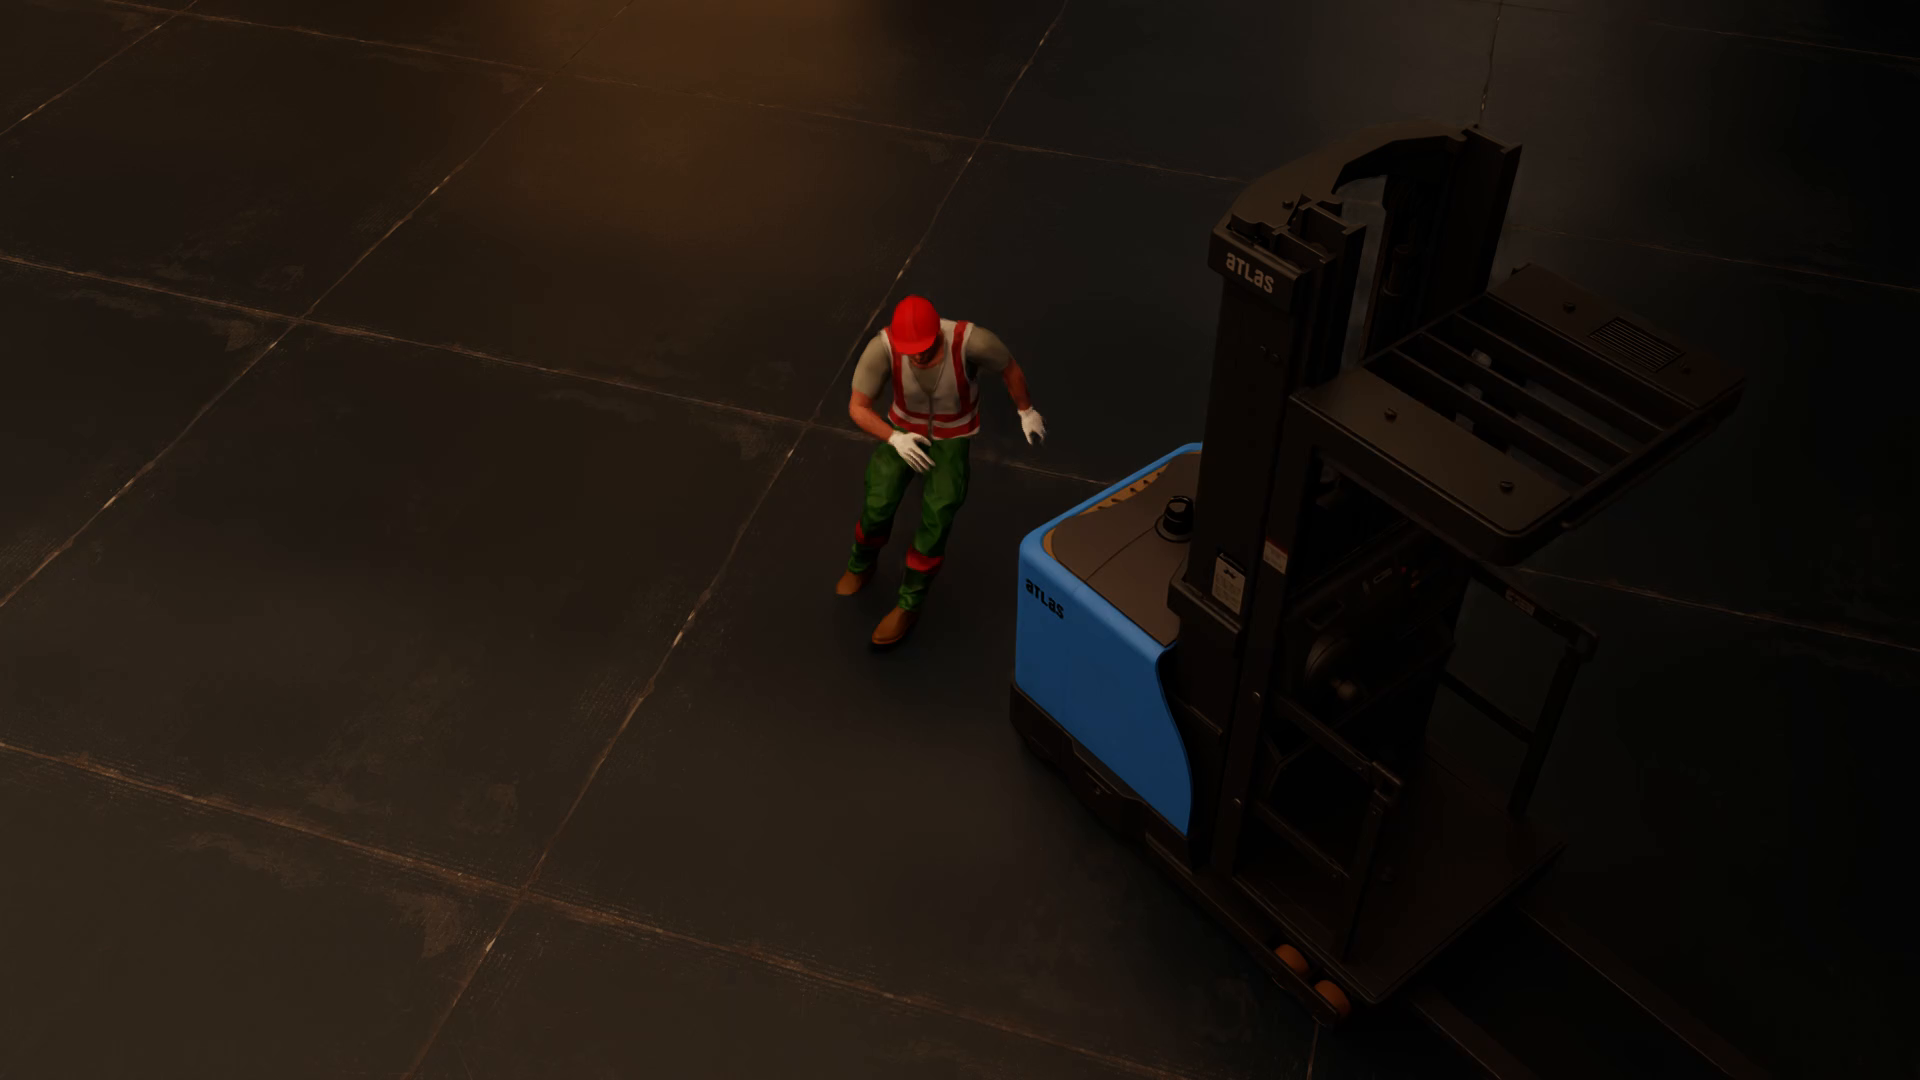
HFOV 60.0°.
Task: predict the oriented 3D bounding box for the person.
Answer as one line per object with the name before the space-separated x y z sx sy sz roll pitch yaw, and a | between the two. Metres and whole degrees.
person | -0.107 -0.334 7.154 0.929 1.534 0.946 4 43 4

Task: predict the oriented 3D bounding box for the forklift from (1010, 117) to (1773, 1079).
forklift | 1.526 0.280 5.388 1.130 2.935 3.031 -29 50 -28
